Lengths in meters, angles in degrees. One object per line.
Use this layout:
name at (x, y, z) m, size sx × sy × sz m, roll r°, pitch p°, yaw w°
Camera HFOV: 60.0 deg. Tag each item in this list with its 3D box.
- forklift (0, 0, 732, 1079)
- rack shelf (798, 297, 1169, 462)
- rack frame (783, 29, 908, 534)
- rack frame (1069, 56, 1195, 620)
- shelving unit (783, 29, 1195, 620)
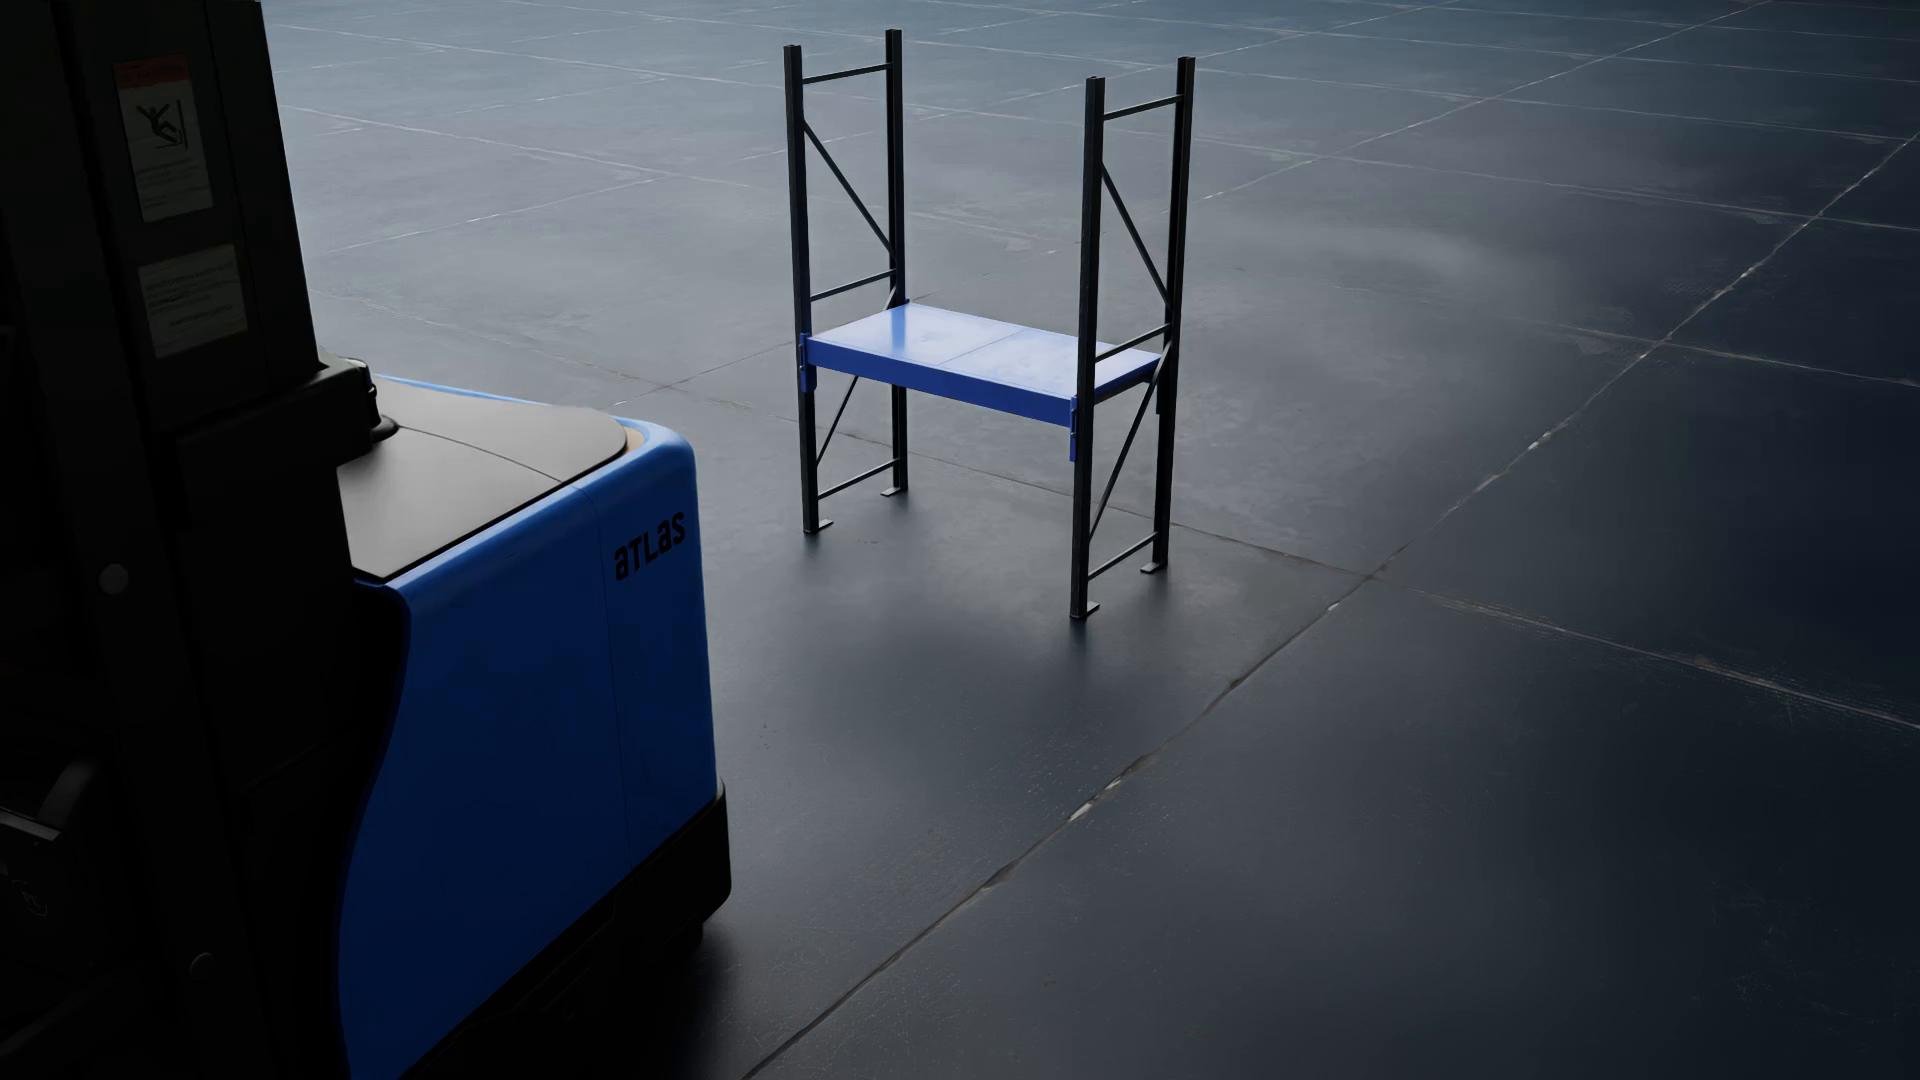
forklift at (-1.566, -0.115, 1.875) m, size 1.130 × 2.935 × 3.031 m, roll 11°, pitch 26°, yaw 23°
rack shelf at (0.068, -0.501, 4.973) m, size 1.000 × 0.185 × 0.538 m, roll 17°, pitch 29°, yaw 33°
rack frame at (-0.339, -0.789, 5.180) m, size 0.032 × 1.500 × 0.500 m, roll 17°, pitch 29°, yaw 33°
rack frame at (0.475, -0.543, 4.622) m, size 0.032 × 1.500 × 0.500 m, roll 17°, pitch 29°, yaw 33°
shelving unit at (0.068, -0.666, 4.901) m, size 1.048 × 1.500 × 0.538 m, roll 17°, pitch 29°, yaw 33°
